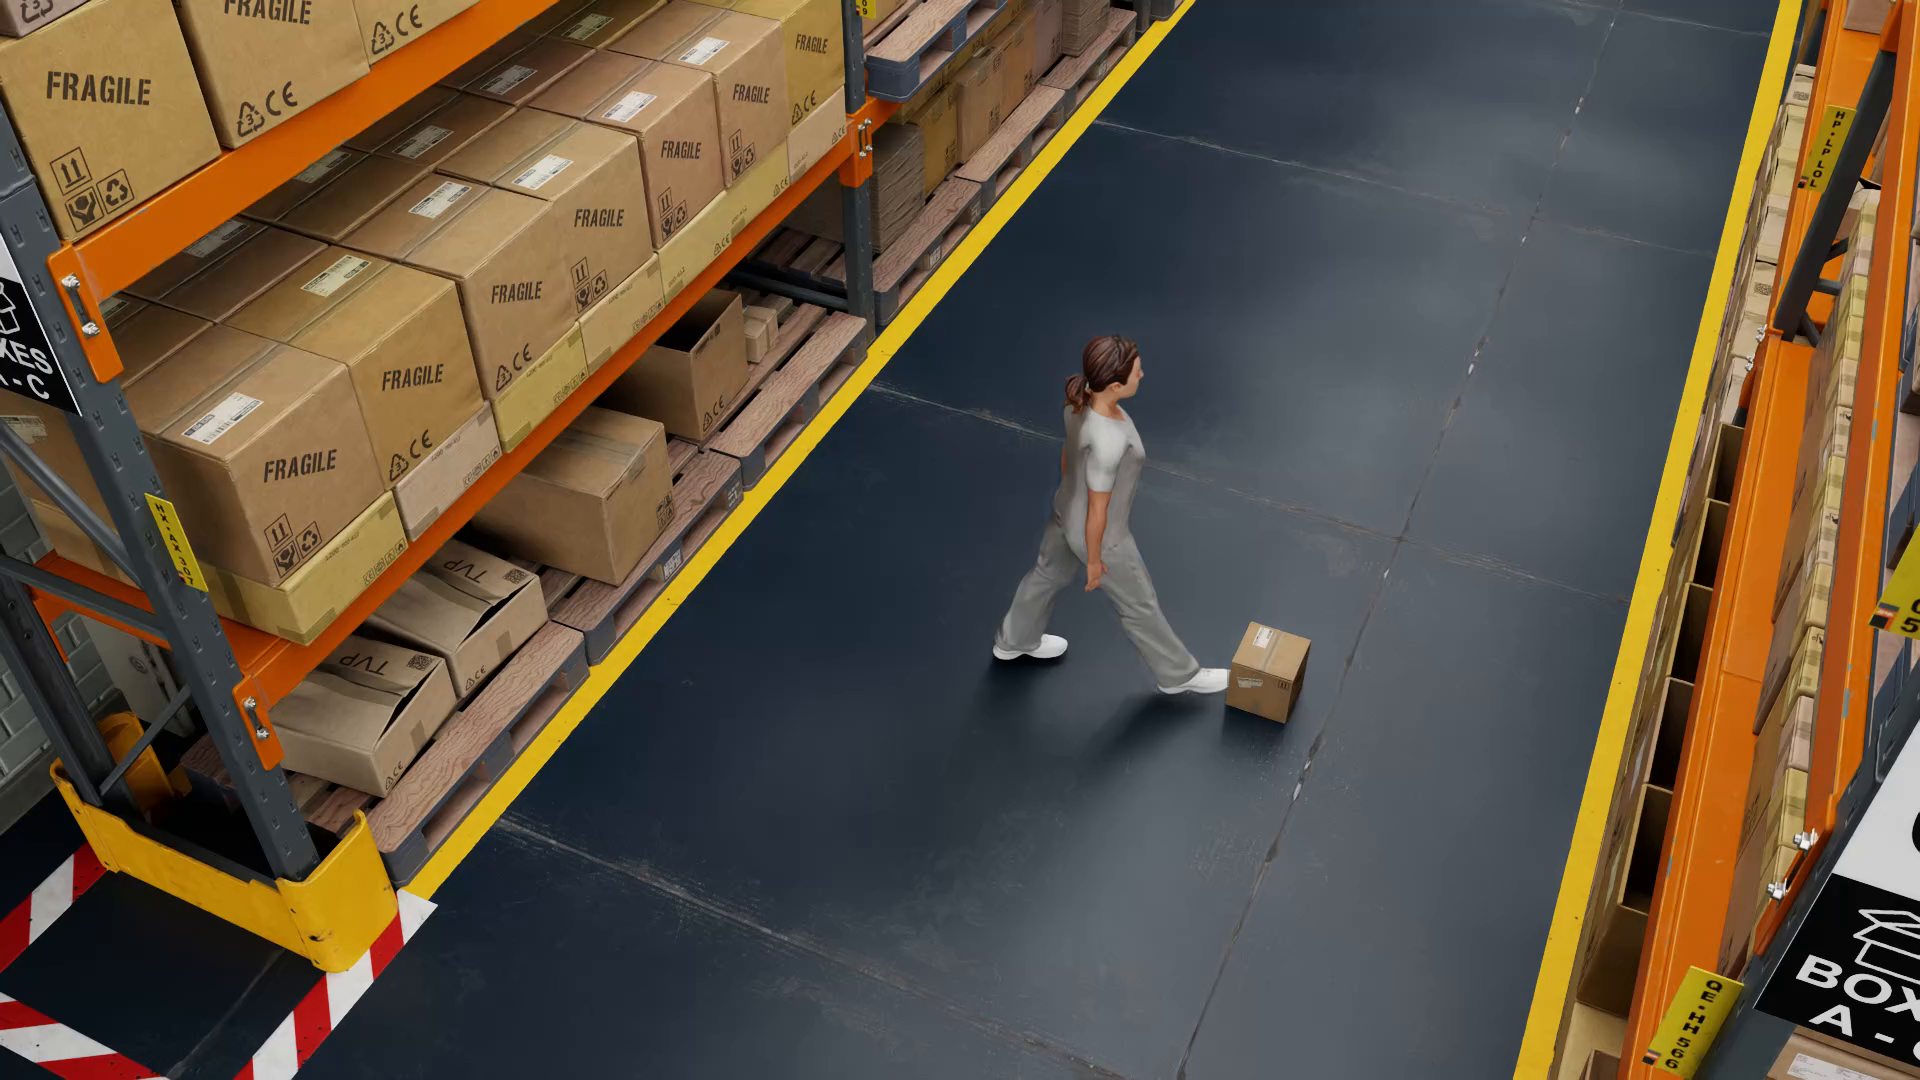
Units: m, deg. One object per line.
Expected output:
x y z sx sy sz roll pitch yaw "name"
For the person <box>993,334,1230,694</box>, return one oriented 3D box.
0.609 -0.082 6.255 0.918 1.631 0.505 -5 42 -6 "person"
